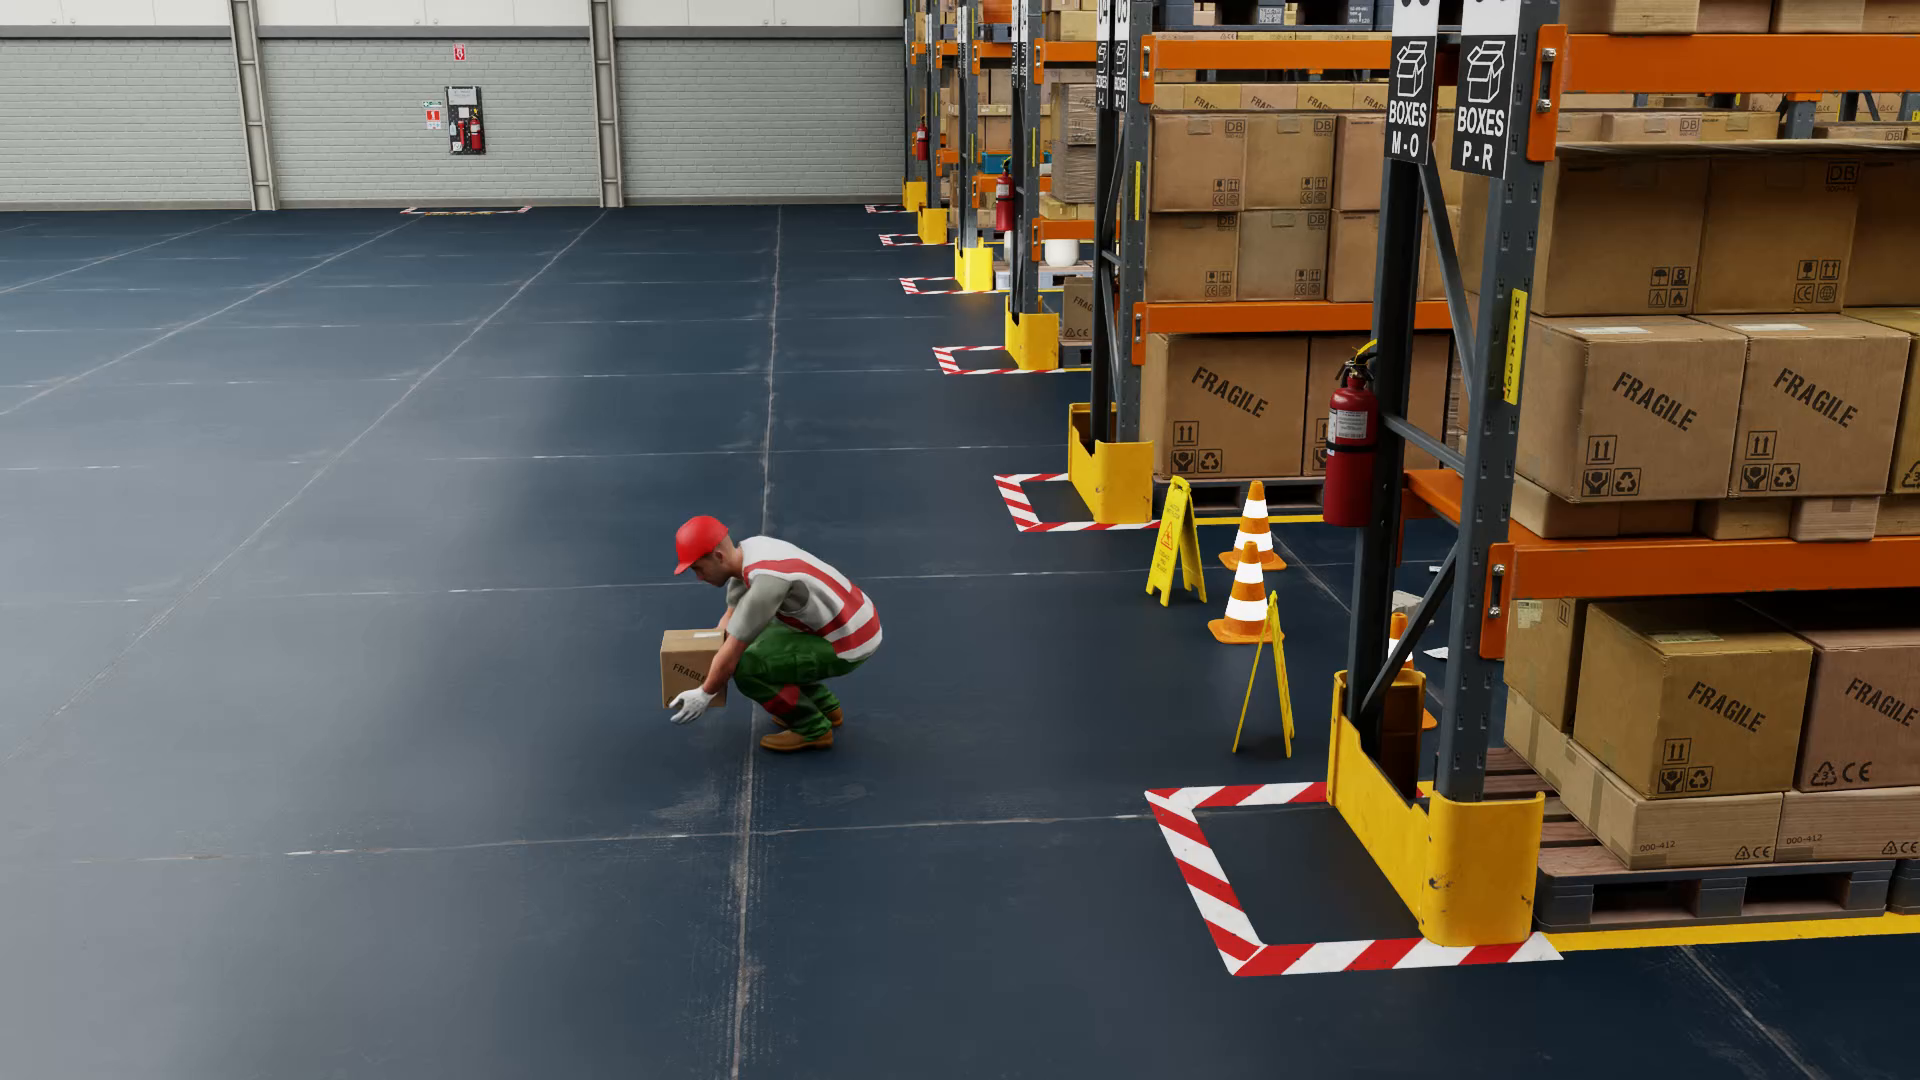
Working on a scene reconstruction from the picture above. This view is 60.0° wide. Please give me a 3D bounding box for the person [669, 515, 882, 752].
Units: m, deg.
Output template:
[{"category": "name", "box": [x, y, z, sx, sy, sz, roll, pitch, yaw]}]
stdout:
[{"category": "person", "box": [-0.753, 0.361, 6.784, 0.874, 0.992, 0.572, -2, 17, -5]}]
